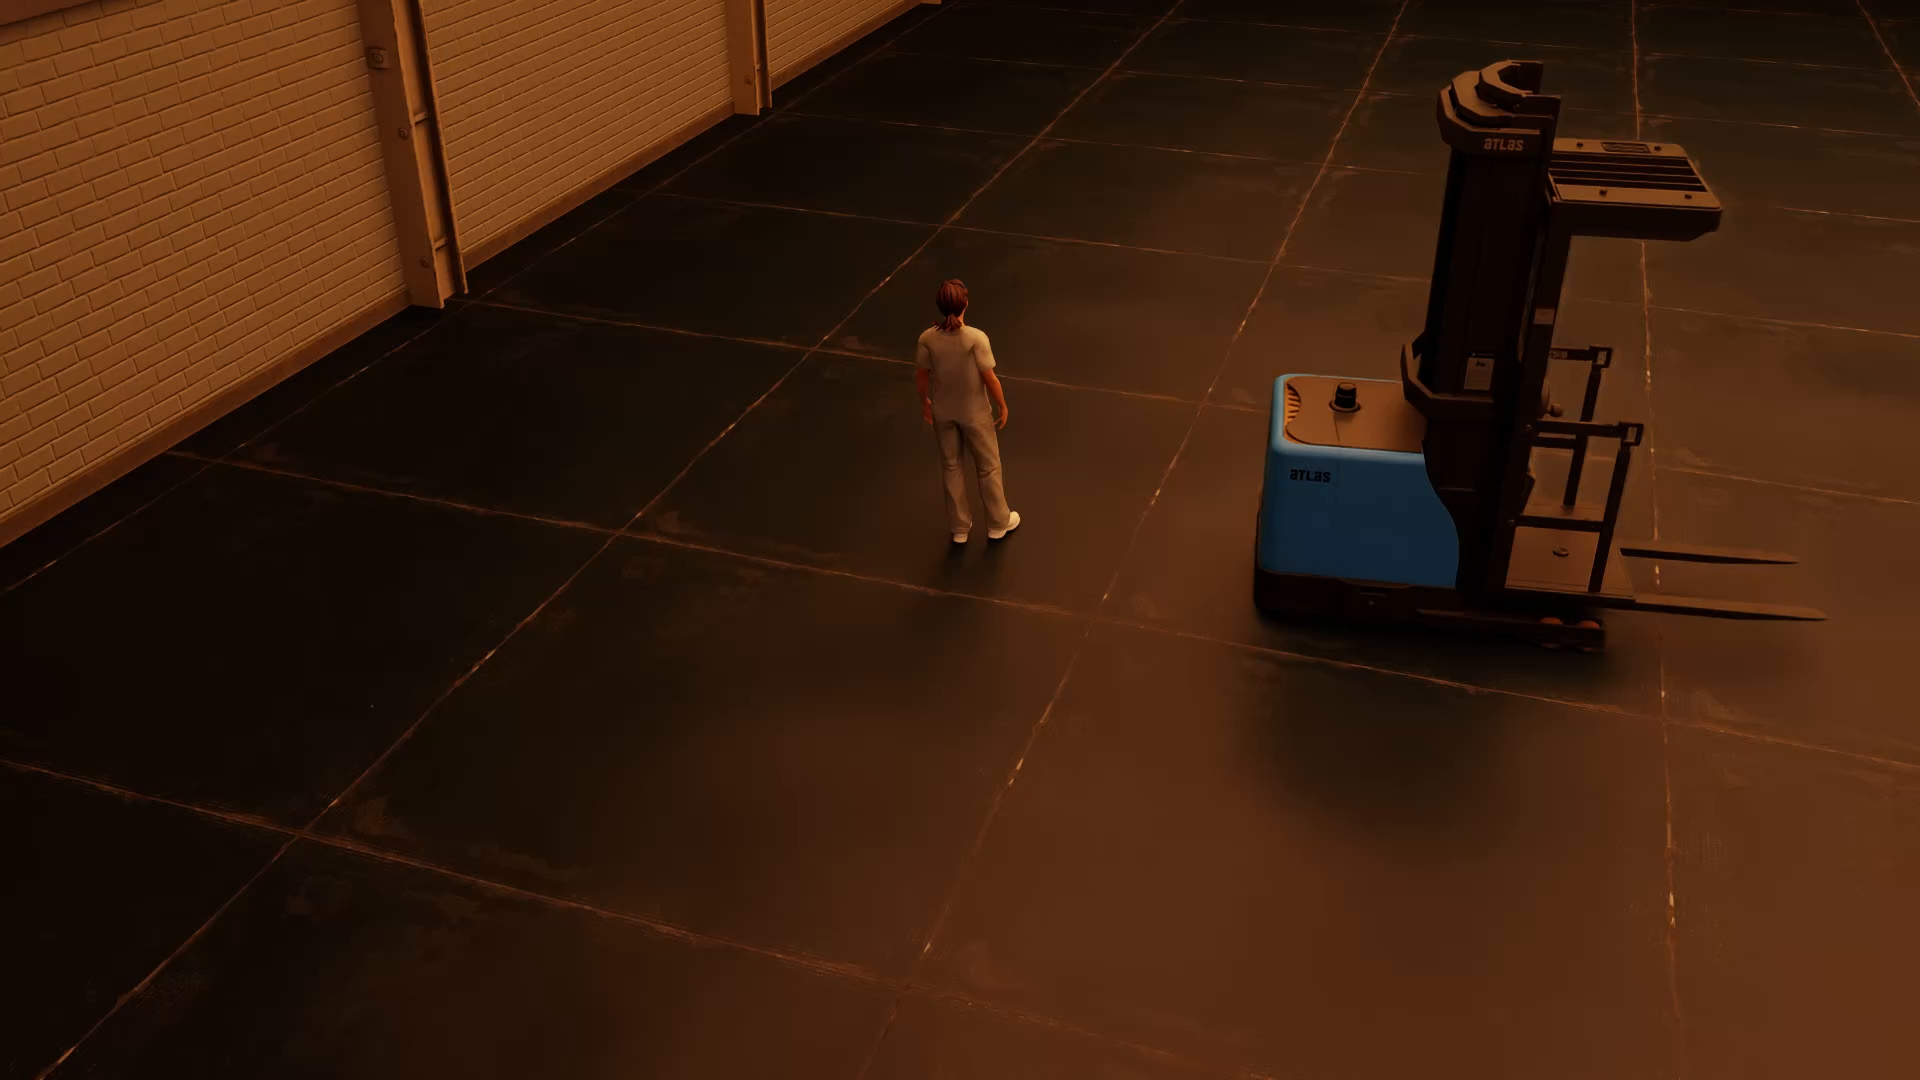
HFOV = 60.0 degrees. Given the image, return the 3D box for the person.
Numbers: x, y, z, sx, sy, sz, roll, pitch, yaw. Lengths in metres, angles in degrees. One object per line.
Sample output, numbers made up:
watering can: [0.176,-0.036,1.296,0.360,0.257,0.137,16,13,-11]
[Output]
person: [0.040,-0.771,9.741,0.549,1.673,0.532,10,31,16]

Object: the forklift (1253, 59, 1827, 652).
forklift: [3.217,-0.953,8.808,3.031,2.935,1.130,5,30,9]
